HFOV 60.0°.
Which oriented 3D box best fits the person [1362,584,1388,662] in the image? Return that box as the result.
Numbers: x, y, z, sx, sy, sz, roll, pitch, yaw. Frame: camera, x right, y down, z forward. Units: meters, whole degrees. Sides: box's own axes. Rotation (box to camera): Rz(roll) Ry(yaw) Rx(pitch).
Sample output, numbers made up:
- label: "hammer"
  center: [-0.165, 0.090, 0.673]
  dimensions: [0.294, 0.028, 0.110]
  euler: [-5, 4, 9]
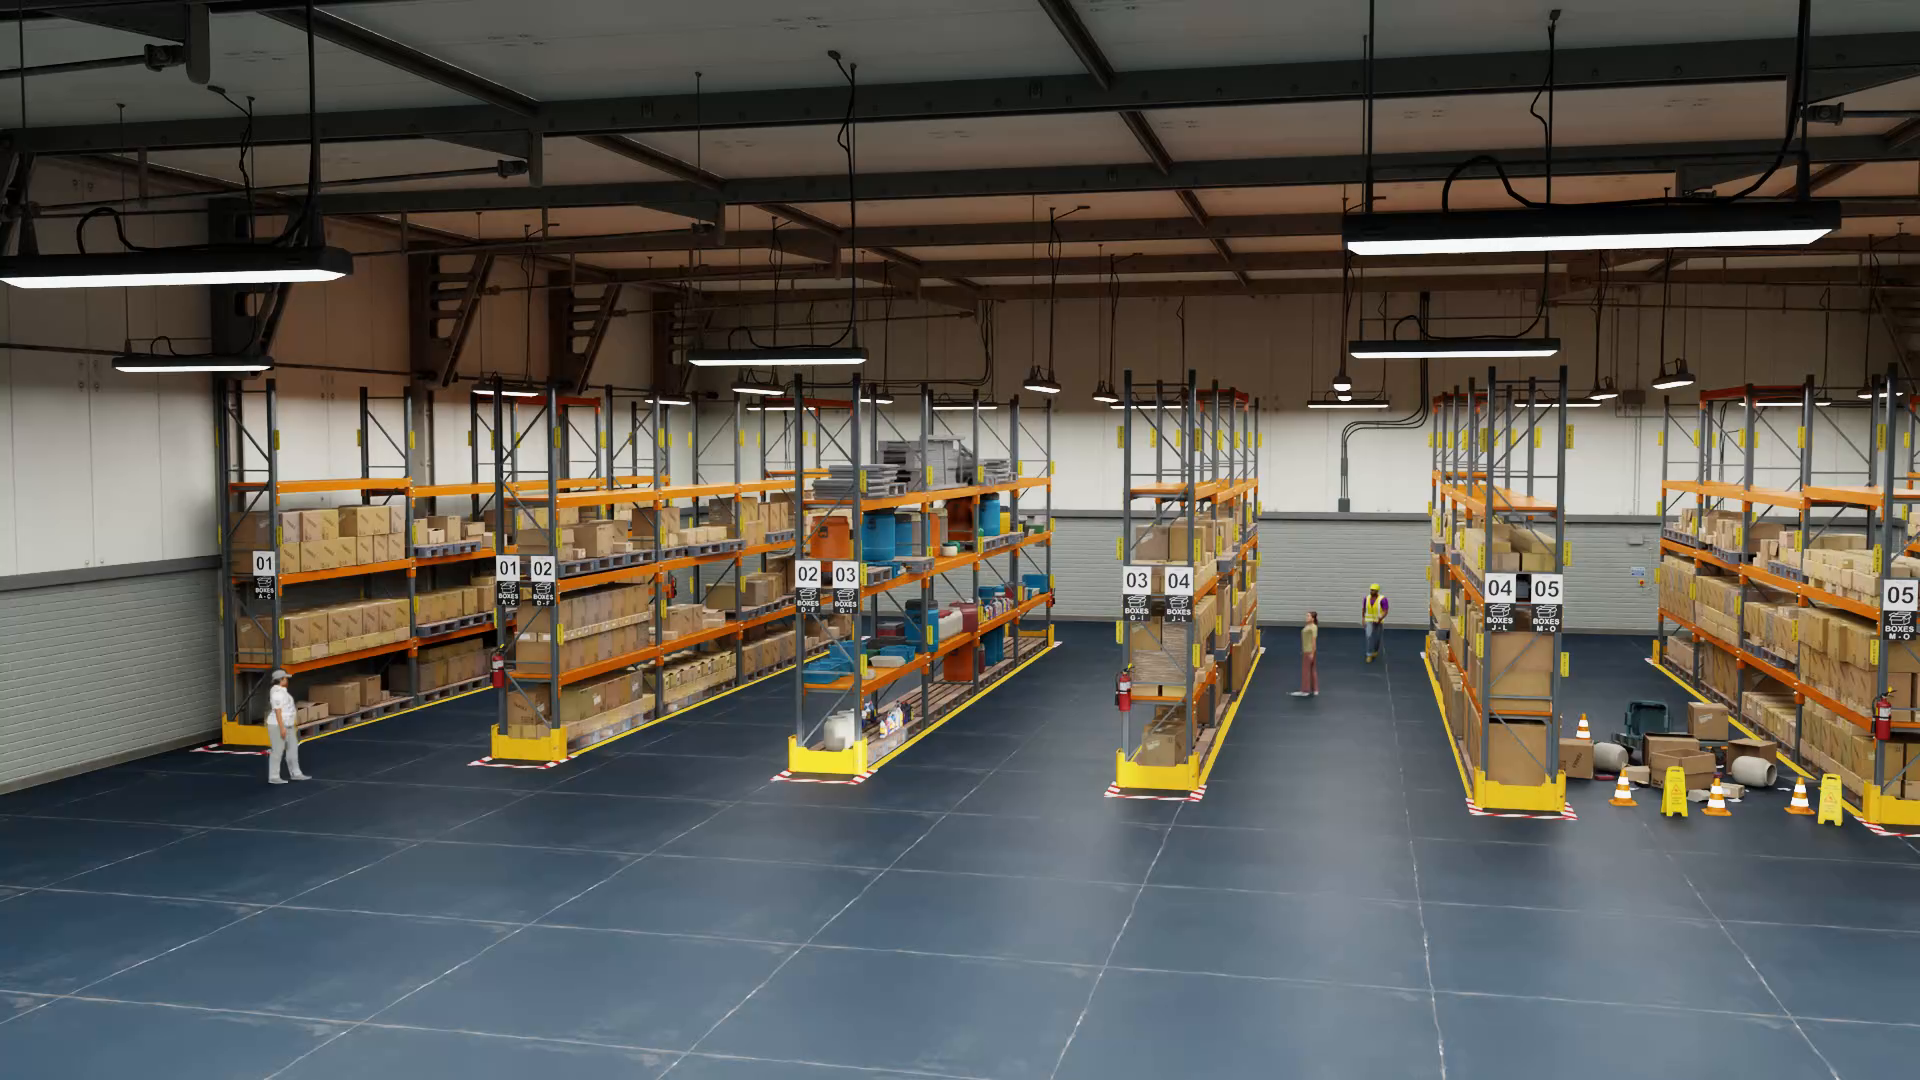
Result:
- label: "person"
  center: [9.468, 1.882, 37.922]
  dimensions: [0.567, 1.769, 0.953]
  euler: [1, 4, 14]

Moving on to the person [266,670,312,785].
- label: "person"
  center: [-9.817, 2.723, 24.278]
  dimensions: [0.551, 1.665, 0.516]
  euler: [0, 3, -3]

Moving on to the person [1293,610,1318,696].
- label: "person"
  center: [6.802, 2.210, 32.618]
  dimensions: [0.470, 1.669, 0.450]
  euler: [1, 4, 18]
